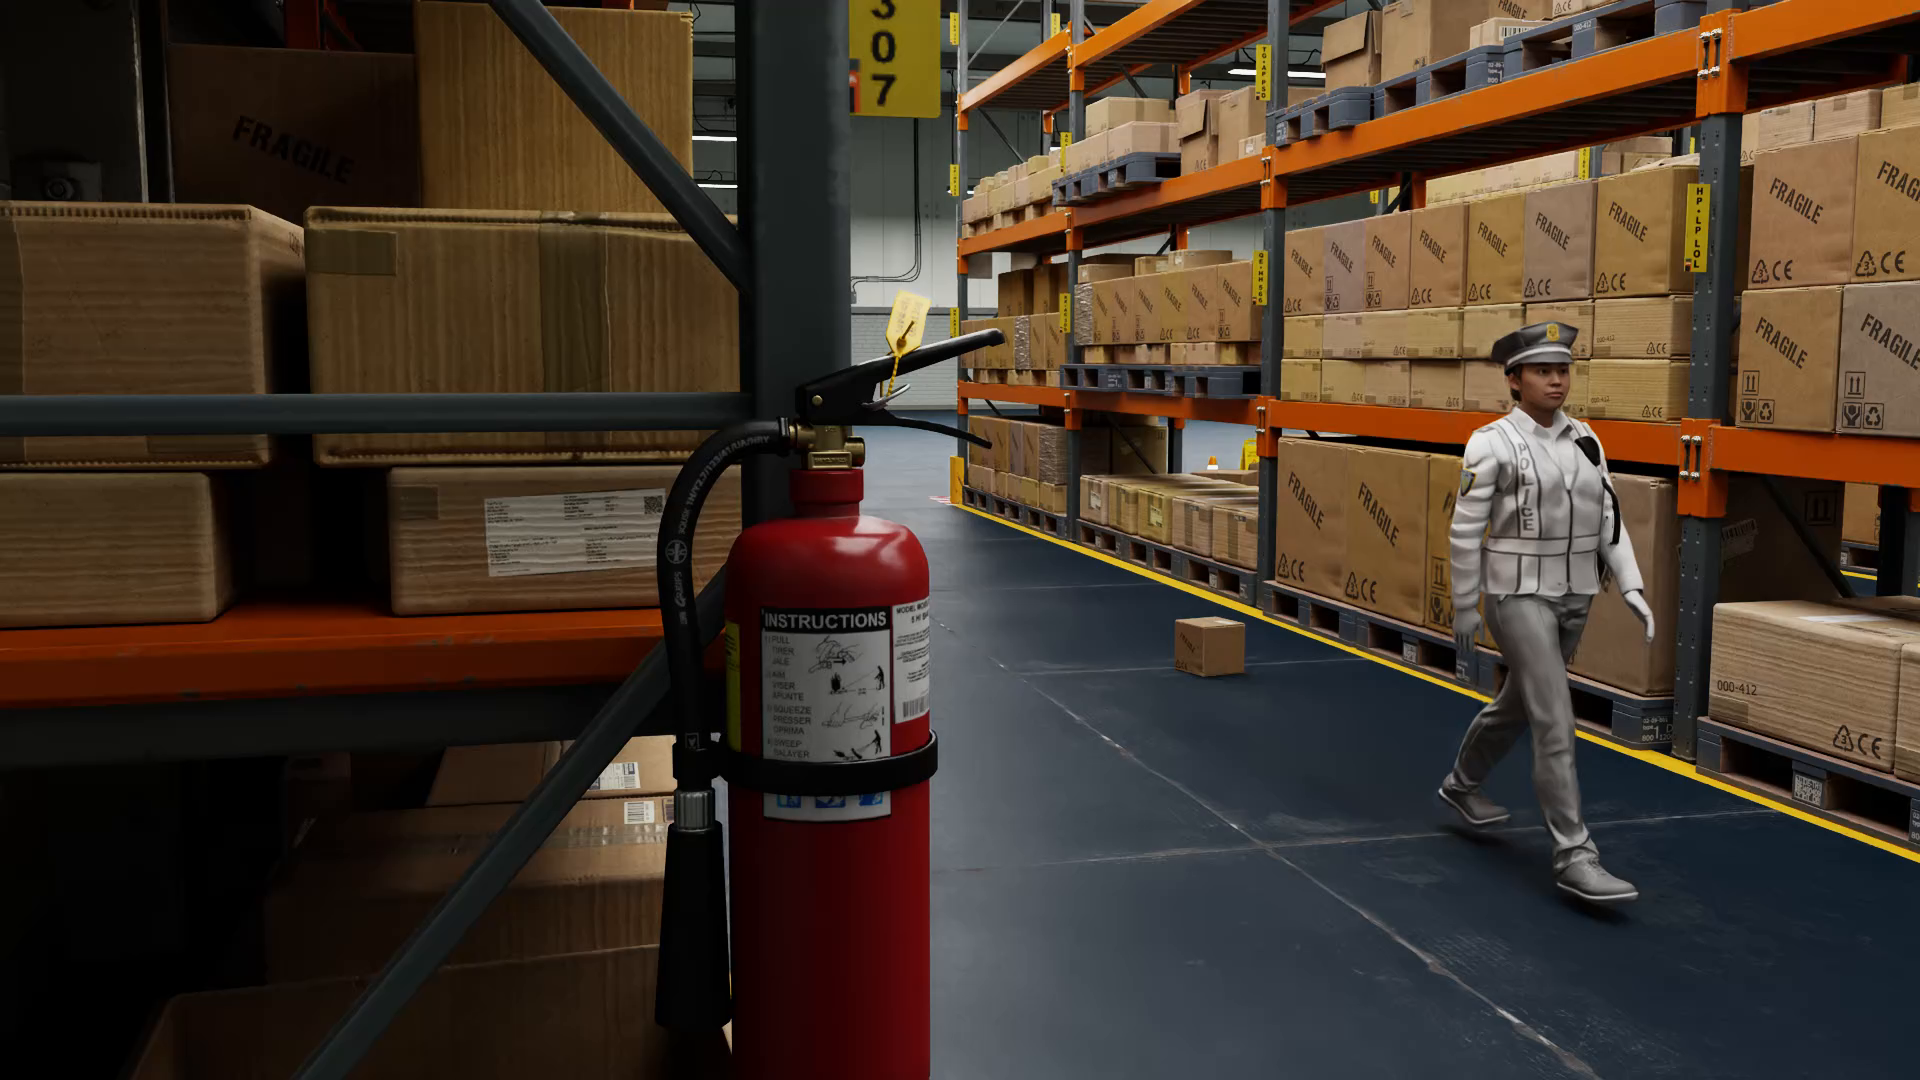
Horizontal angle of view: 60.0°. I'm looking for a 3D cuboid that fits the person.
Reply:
[{"bbox_3d":[1.757,0.168,4.983,0.489,1.638,1.013,-2,7,-22],"label":"person"}]
